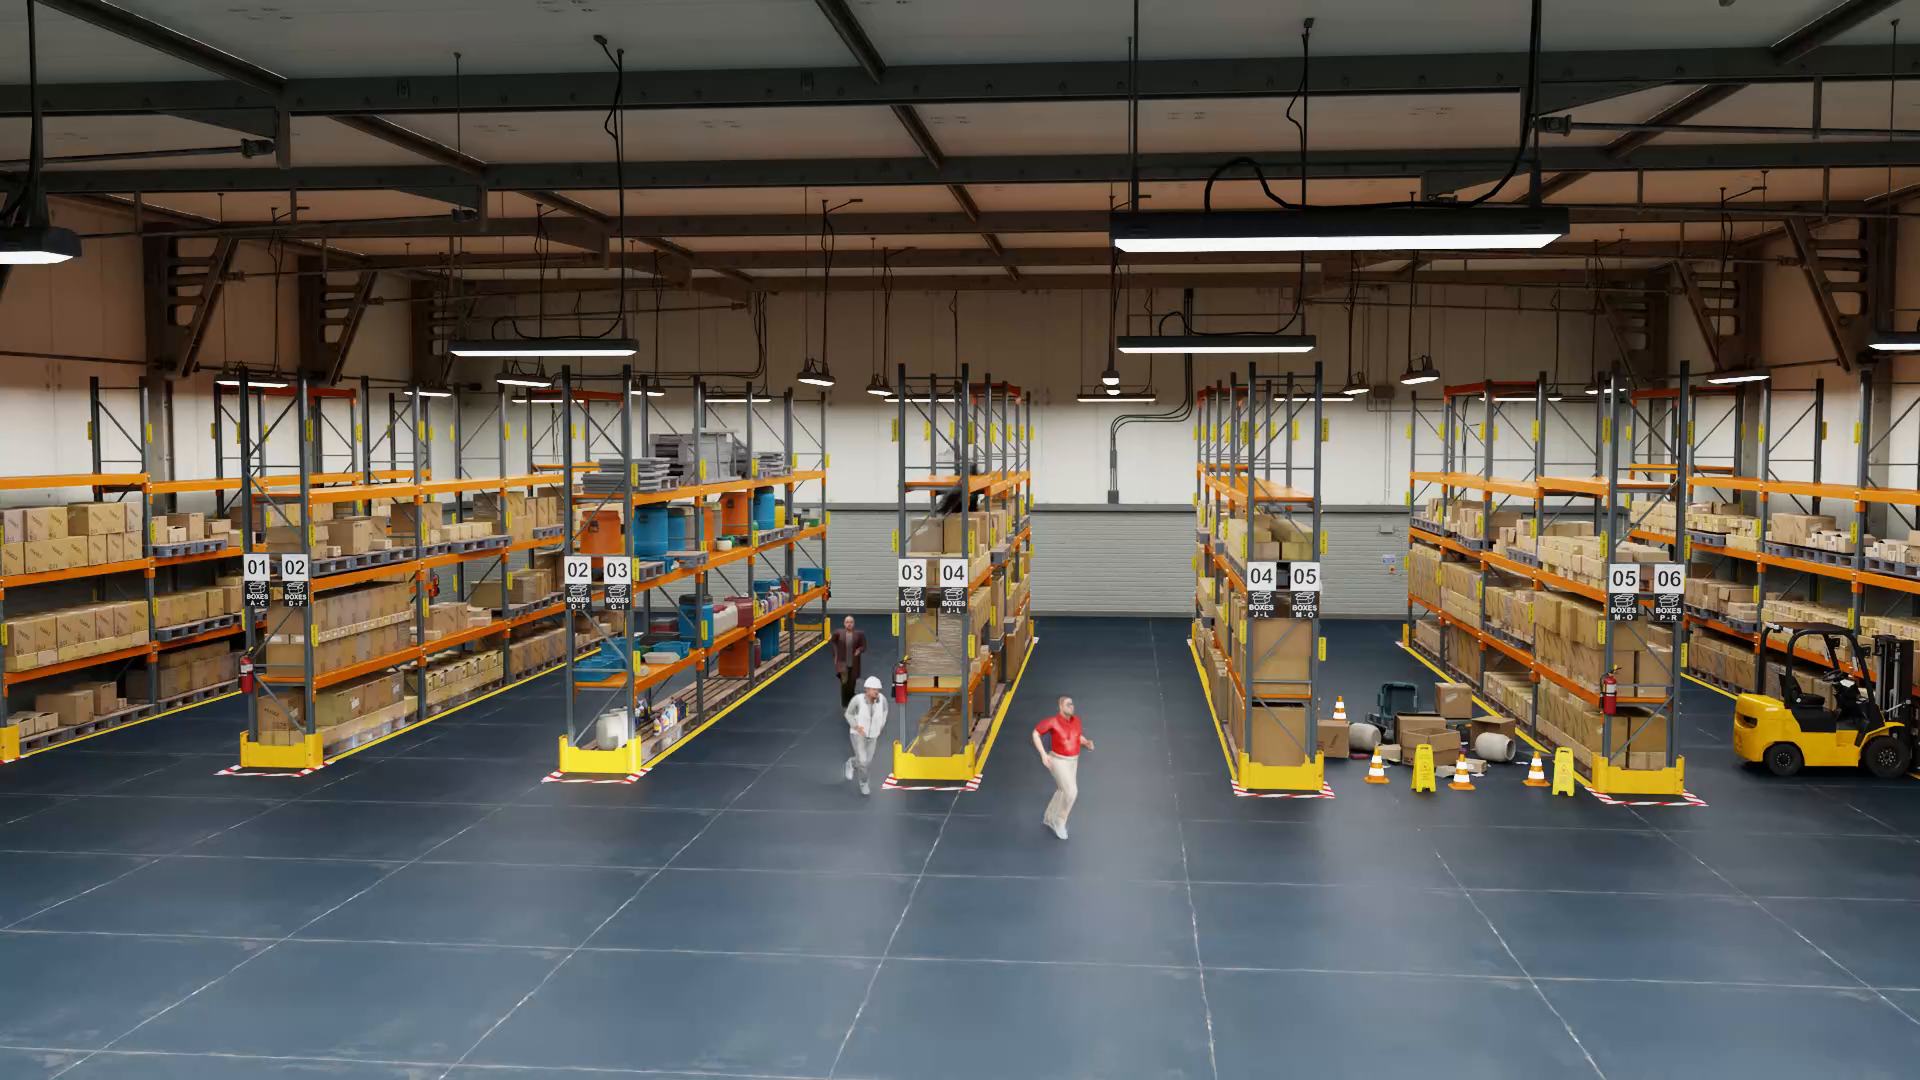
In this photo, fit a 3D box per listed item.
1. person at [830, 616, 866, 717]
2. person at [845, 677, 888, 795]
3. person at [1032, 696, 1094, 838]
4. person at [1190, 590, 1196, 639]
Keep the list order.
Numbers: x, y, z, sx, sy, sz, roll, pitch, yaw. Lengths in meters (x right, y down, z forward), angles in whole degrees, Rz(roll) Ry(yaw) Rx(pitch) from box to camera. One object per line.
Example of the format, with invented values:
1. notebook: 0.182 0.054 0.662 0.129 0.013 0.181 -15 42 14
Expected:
1. person: -1.971 2.241 29.520 0.613 1.815 0.909 -1 4 -13
2. person: -1.332 2.698 23.241 0.667 1.667 0.950 -2 4 -26
3. person: 1.328 2.836 20.735 0.733 1.780 0.648 3 5 43
4. person: 5.949 1.616 40.527 0.649 1.636 0.601 0 4 -4
